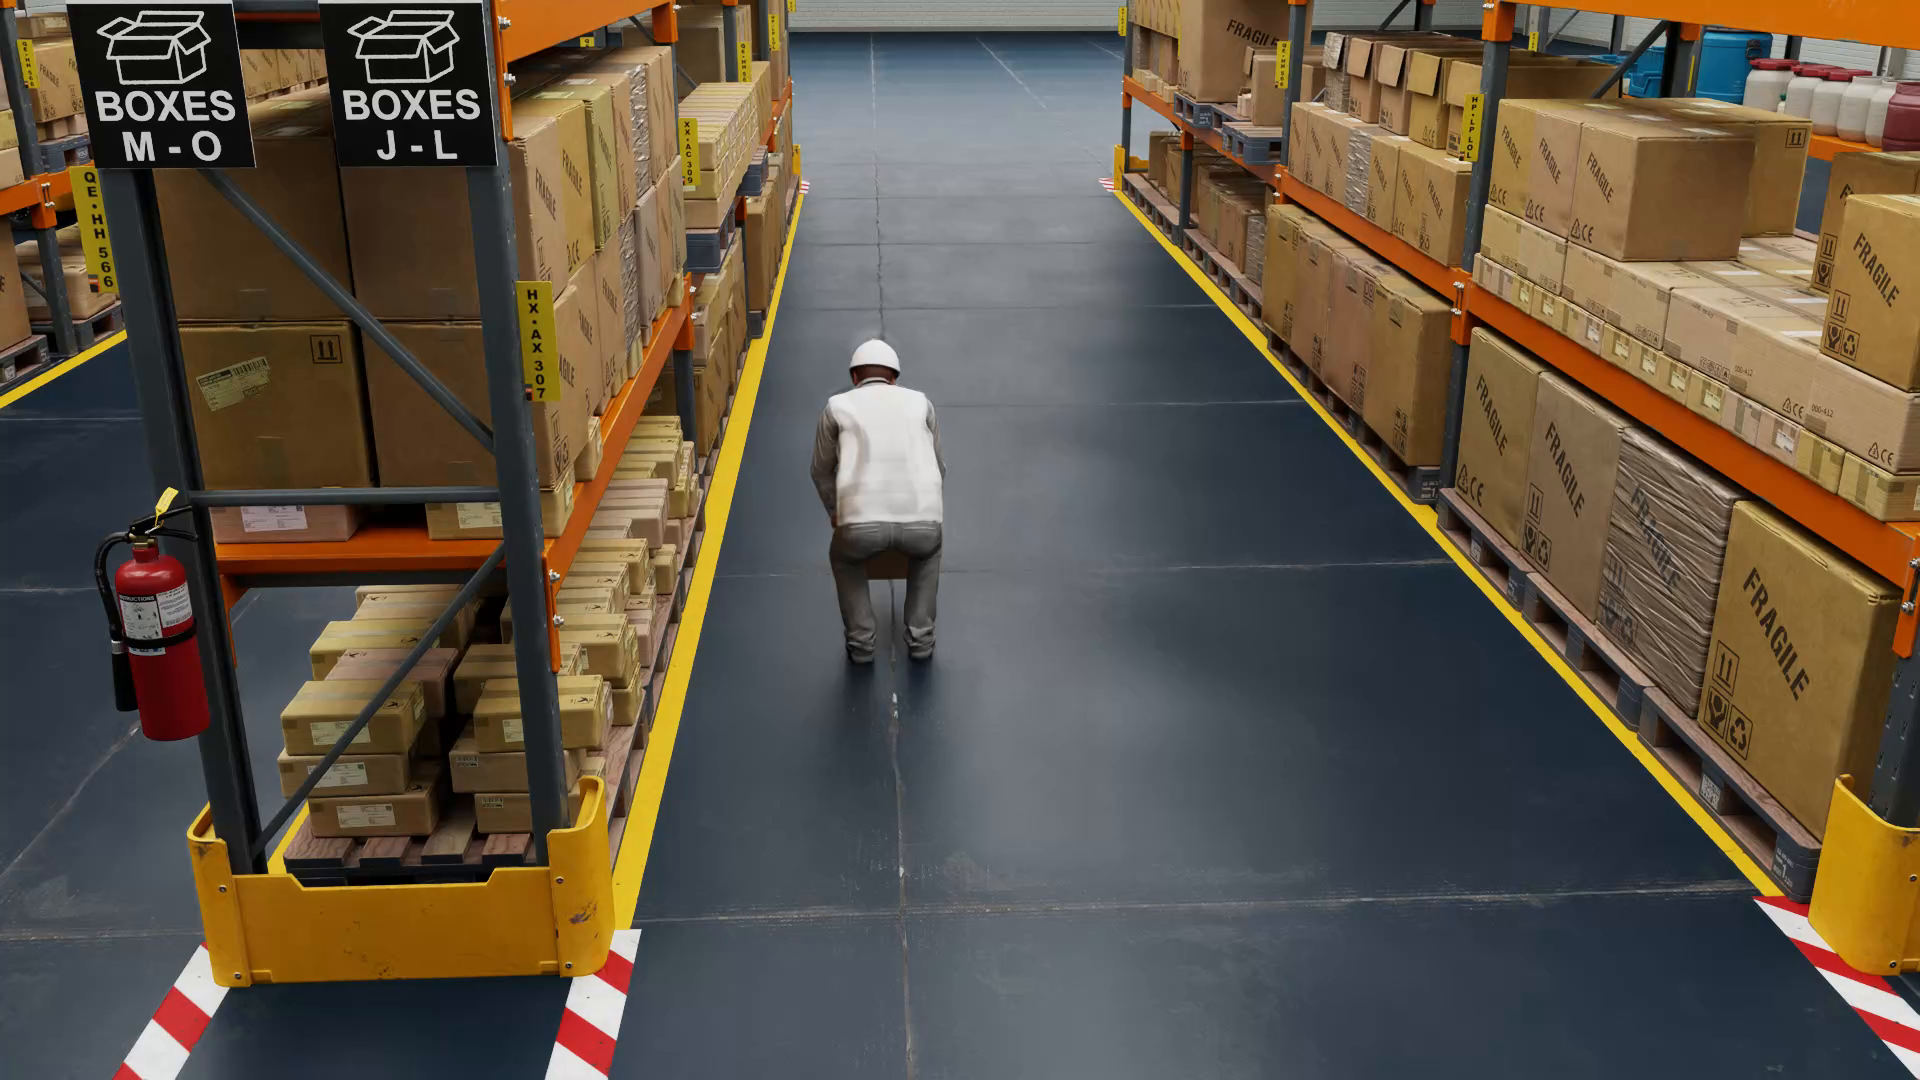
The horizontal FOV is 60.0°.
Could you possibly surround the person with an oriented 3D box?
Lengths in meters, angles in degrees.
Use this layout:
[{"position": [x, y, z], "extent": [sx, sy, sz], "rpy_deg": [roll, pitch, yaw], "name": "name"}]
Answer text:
[{"position": [-0.346, -0.150, 7.129], "extent": [0.586, 1.304, 0.820], "rpy_deg": [-1, 20, -3], "name": "person"}]
